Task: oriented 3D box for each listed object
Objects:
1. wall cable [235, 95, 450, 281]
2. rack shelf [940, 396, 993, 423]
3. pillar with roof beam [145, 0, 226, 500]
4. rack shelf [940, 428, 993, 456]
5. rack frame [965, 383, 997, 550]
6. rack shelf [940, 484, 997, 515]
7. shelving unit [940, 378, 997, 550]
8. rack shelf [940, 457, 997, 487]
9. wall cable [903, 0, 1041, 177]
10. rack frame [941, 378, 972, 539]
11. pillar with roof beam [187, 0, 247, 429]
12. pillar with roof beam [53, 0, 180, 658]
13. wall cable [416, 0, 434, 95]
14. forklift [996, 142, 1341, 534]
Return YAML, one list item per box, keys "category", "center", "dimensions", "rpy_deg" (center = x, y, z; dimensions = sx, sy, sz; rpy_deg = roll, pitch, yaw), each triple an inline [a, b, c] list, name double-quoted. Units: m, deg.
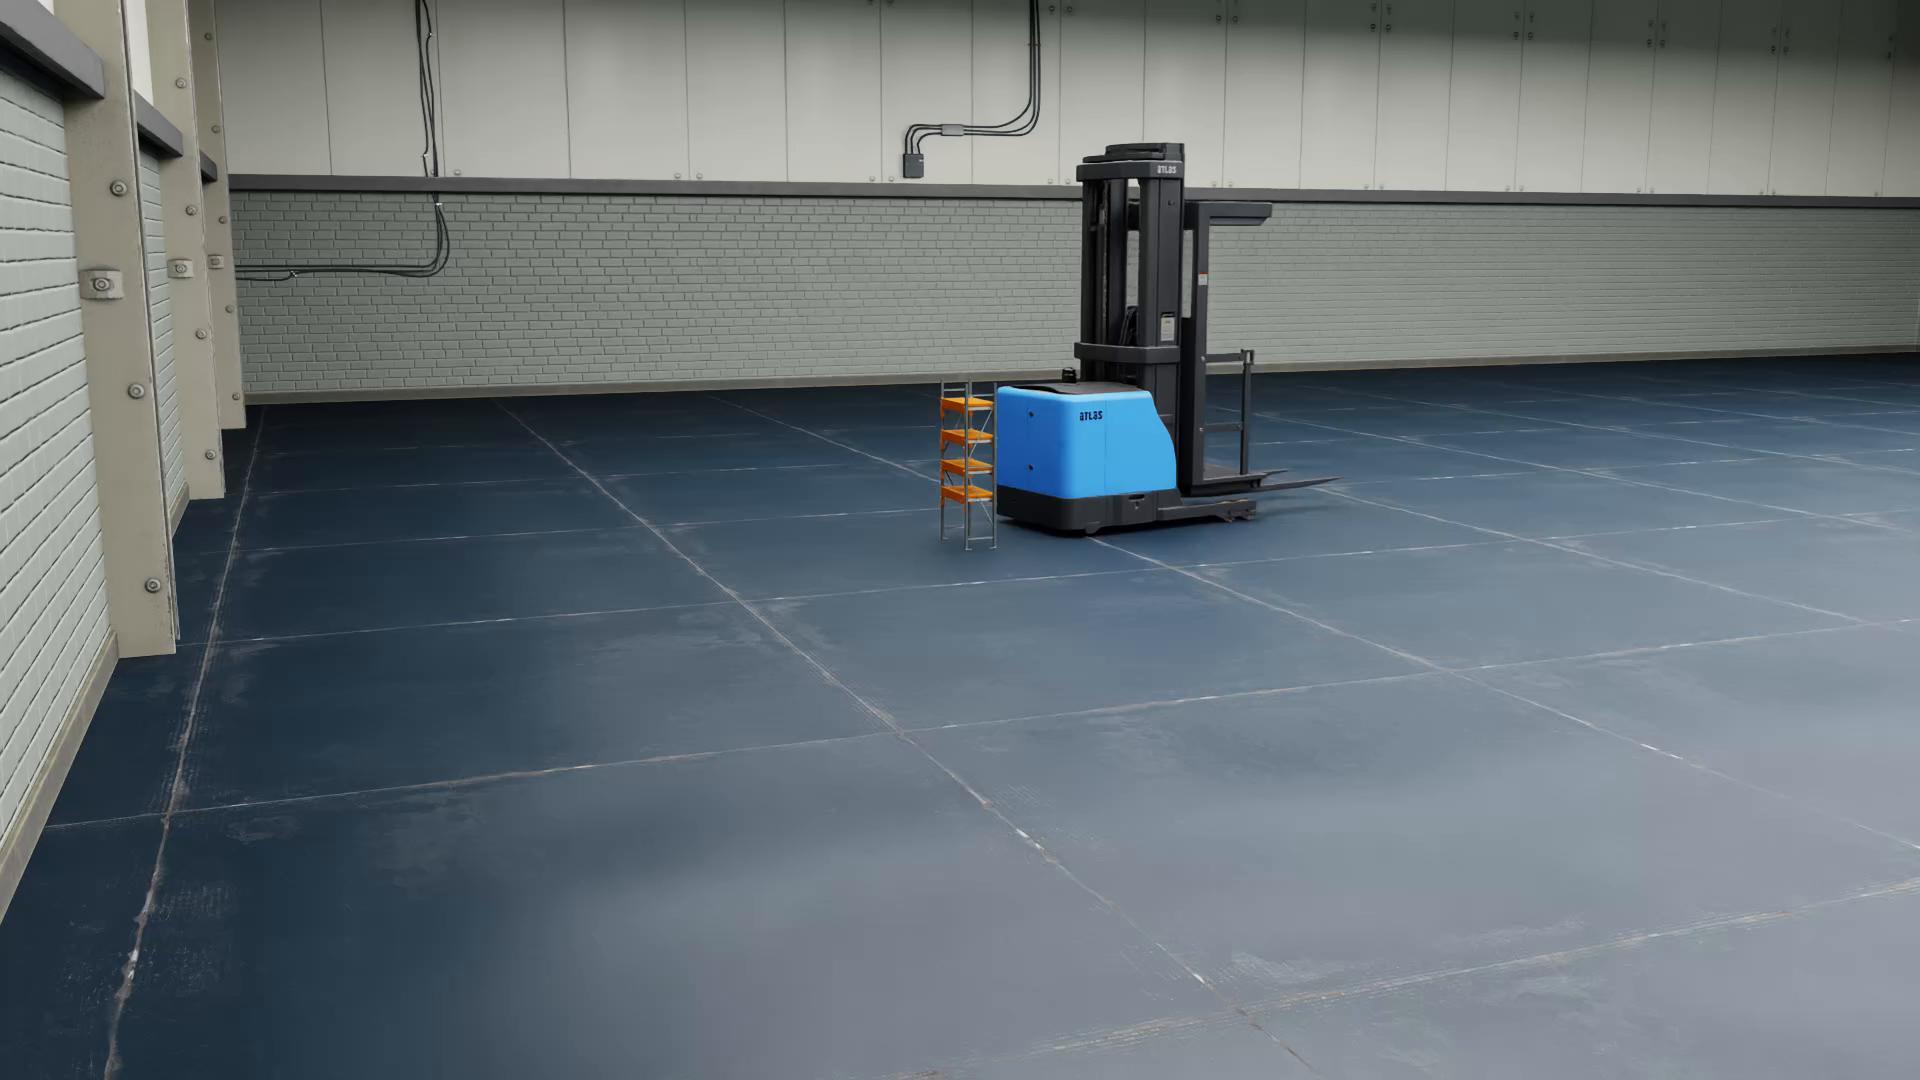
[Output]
- category: "wall cable"
  center: [-8.636, -4.835, 22.771]
  dimensions: [3.097, 2.526, 0.112]
  rpy_deg: [-4, 11, -21]
- category: "rack shelf"
  center: [0.060, -0.951, 12.094]
  dimensions: [0.258, 0.148, 0.480]
  rpy_deg: [-4, 11, -21]
- category: "pillar with roof beam"
  center: [-2.614, -5.092, 15.354]
  dimensions: [9.100, 9.000, 0.400]
  rpy_deg: [-4, 11, -21]
- category: "rack shelf"
  center: [0.060, -0.718, 12.136]
  dimensions: [0.258, 0.148, 0.480]
  rpy_deg: [-4, 11, -21]
- category: "rack frame"
  center: [0.148, -0.524, 11.939]
  dimensions: [0.240, 1.200, 0.015]
  rpy_deg: [-4, 11, -21]
- category: "rack shelf"
  center: [0.060, -0.302, 12.210]
  dimensions: [0.258, 0.148, 0.480]
  rpy_deg: [-4, 11, -21]
- category: "shelving unit"
  center: [0.060, -0.564, 12.163]
  dimensions: [0.258, 1.200, 0.503]
  rpy_deg: [-4, 11, -21]
- category: "rack shelf"
  center: [0.060, -0.497, 12.175]
  dimensions: [0.258, 0.148, 0.480]
  rpy_deg: [-4, 11, -21]
- category: "wall cable"
  center: [0.218, -8.638, 25.574]
  dimensions: [2.305, 6.003, 0.169]
  rpy_deg: [-4, 11, -21]
- category: "rack frame"
  center: [-0.028, -0.604, 12.387]
  dimensions: [0.240, 1.200, 0.015]
  rpy_deg: [-4, 11, -21]
- category: "pillar with roof beam"
  center: [-4.788, -6.072, 20.860]
  dimensions: [9.100, 9.000, 0.400]
  rpy_deg: [-4, 11, -21]
- category: "pillar with roof beam"
  center: [-0.440, -4.113, 9.848]
  dimensions: [9.100, 9.000, 0.400]
  rpy_deg: [-4, 11, -21]
- category: "wall cable"
  center: [-6.114, -7.493, 23.294]
  dimensions: [3.097, 2.526, 0.112]
  rpy_deg: [-4, 11, -21]
- category: "forklift"
  center: [1.781, -1.658, 13.374]
  dimensions: [3.031, 2.935, 1.130]
  rpy_deg: [-6, 12, -32]
